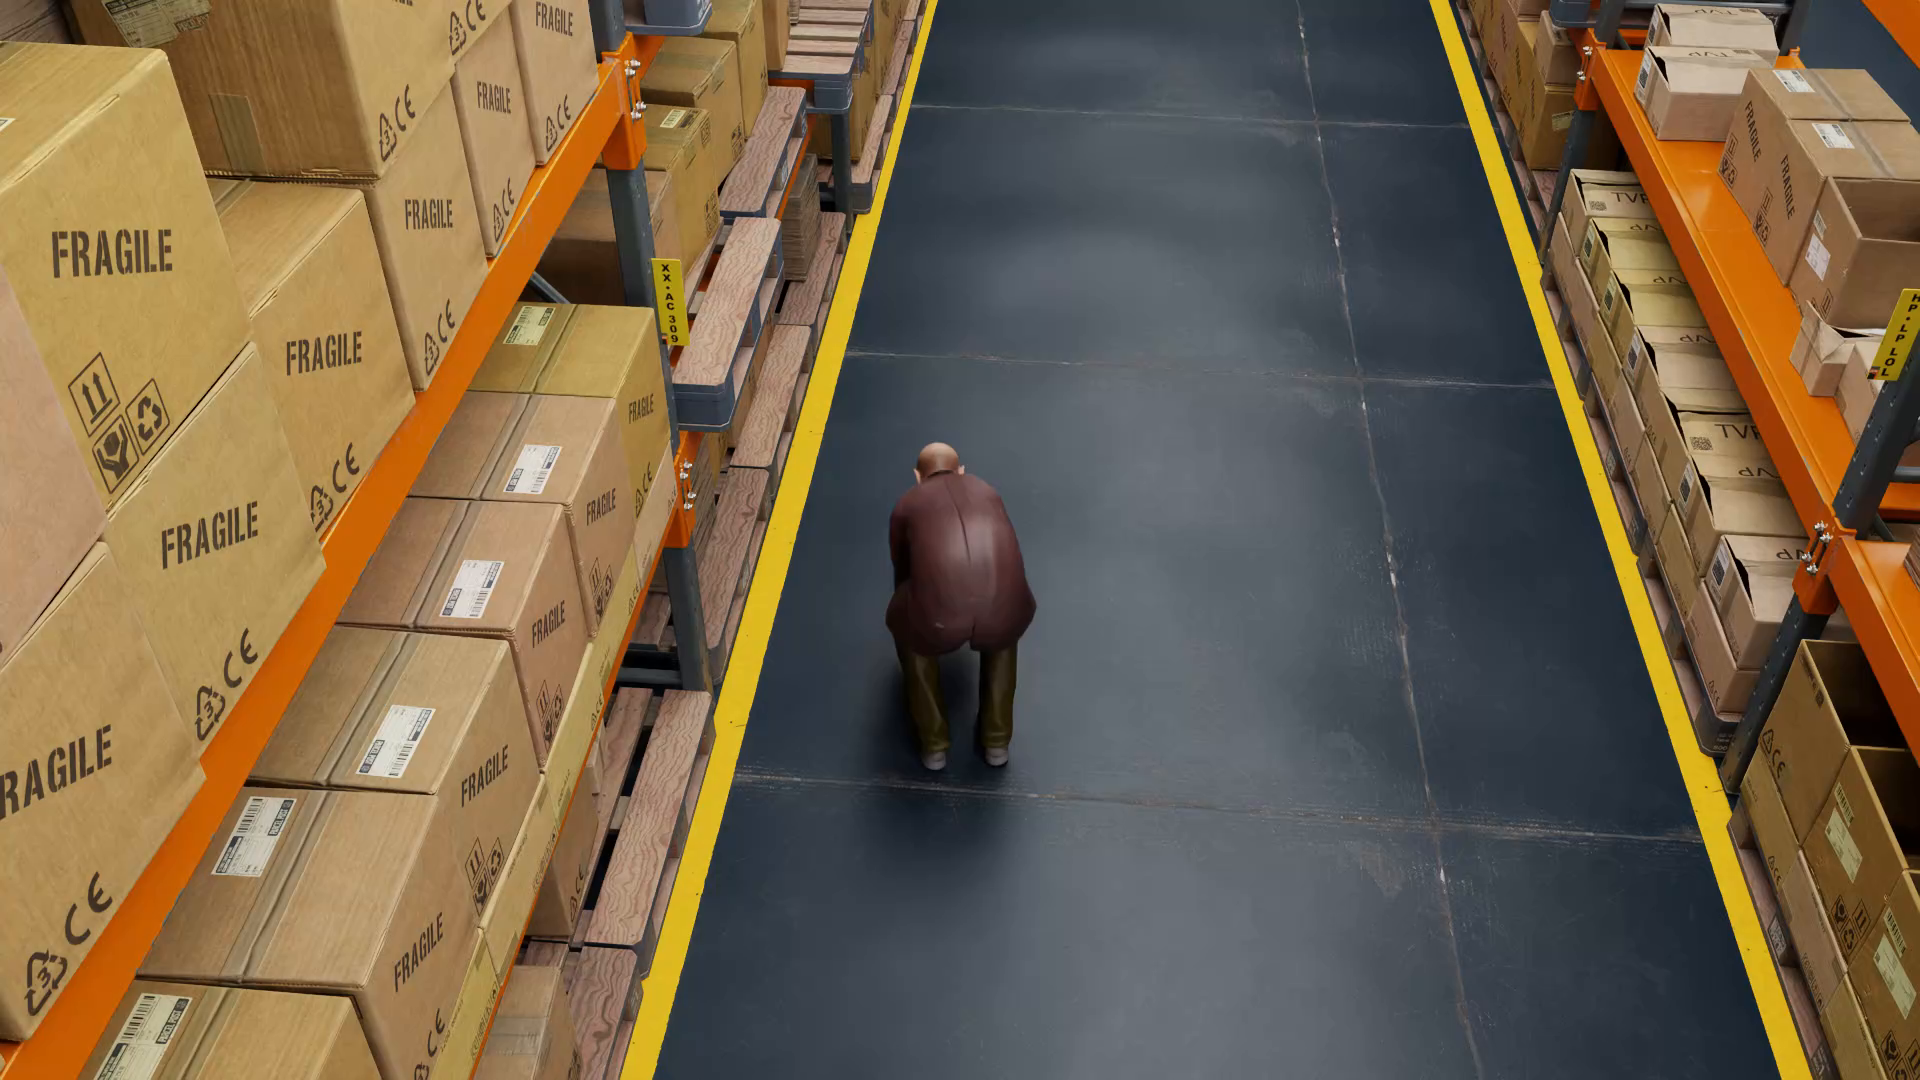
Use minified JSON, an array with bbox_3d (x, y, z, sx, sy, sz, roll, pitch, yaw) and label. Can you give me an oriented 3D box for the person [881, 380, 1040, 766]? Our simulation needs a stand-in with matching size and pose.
[{"bbox_3d":[-0.003,0.086,6.058,0.566,1.779,0.538,-4,40,-5],"label":"person"}]
